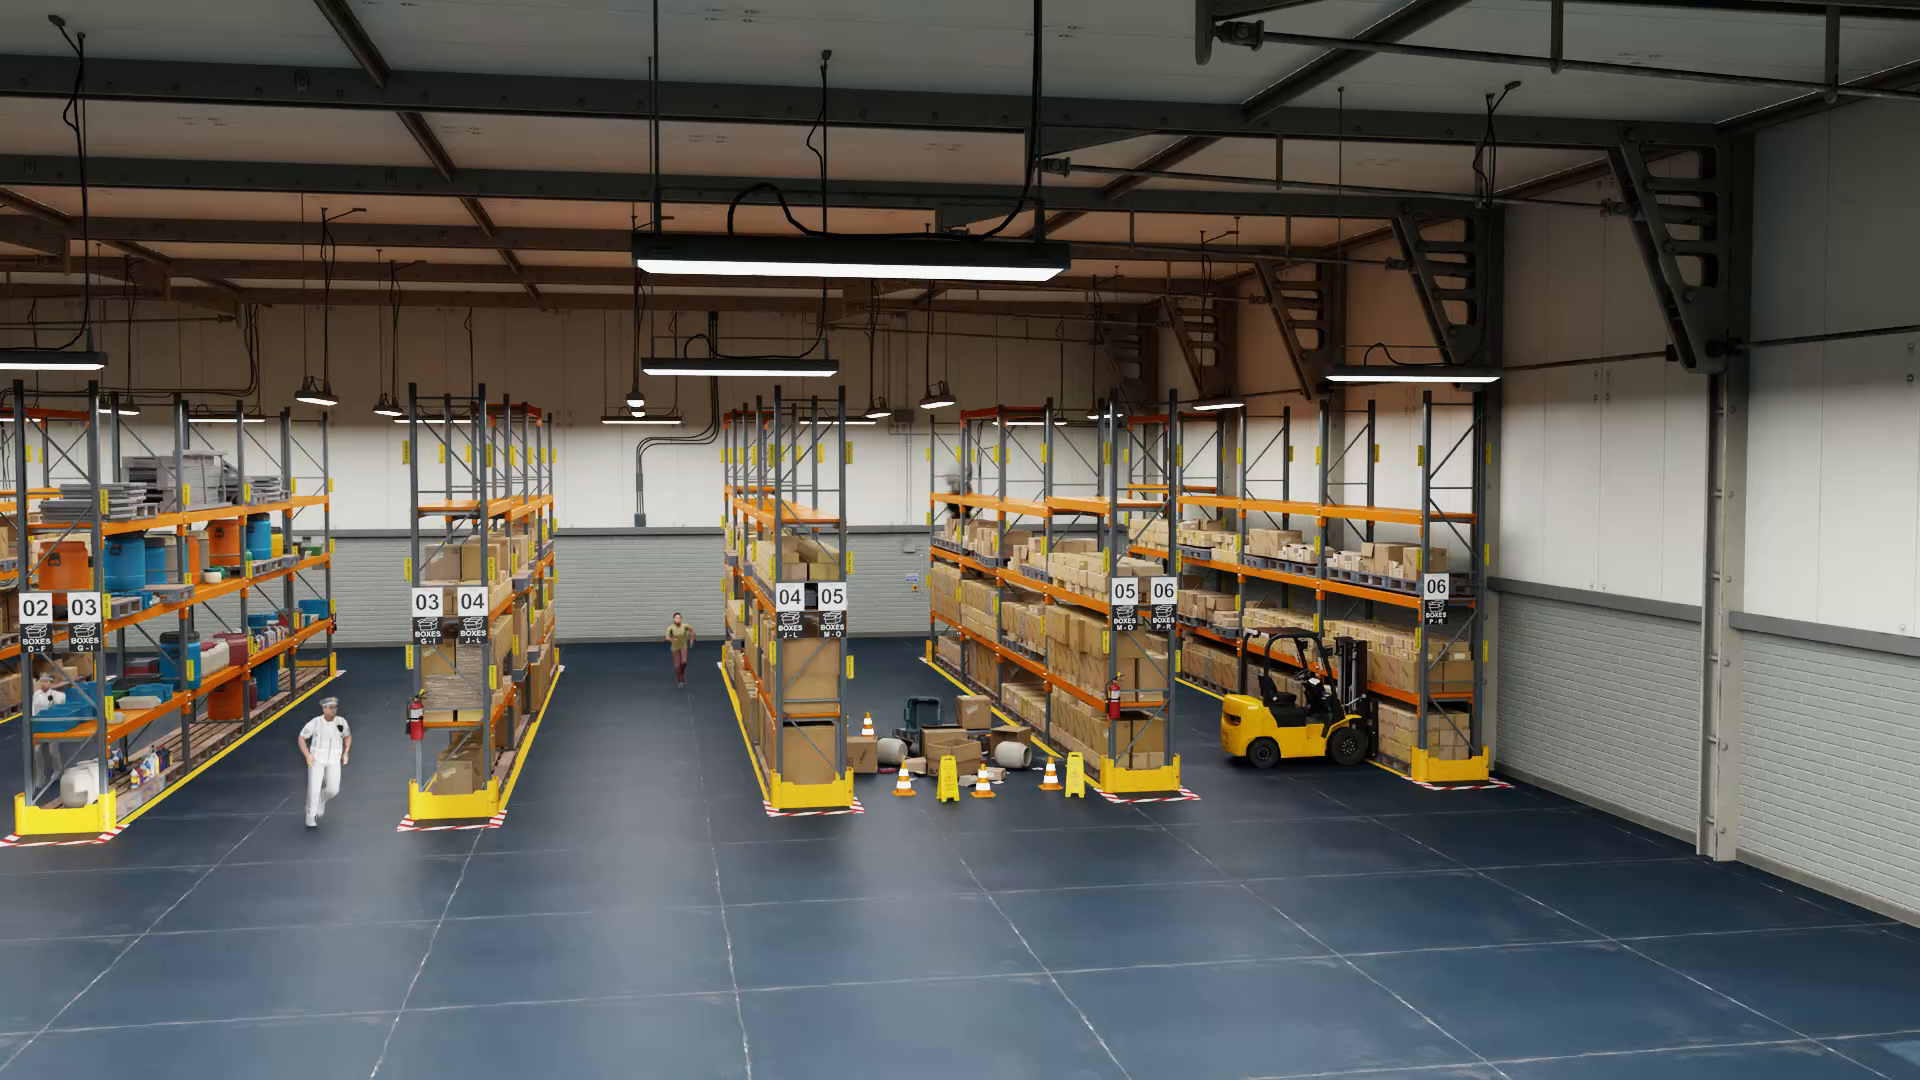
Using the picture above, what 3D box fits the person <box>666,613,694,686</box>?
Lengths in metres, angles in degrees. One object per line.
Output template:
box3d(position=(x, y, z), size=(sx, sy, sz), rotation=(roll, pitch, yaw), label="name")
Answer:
box3d(position=(-6.028, 2.368, 35.820), size=(0.618, 1.618, 0.674), rotation=(-1, 3, -13), label="person")

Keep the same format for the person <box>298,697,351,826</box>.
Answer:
box3d(position=(-8.637, 3.009, 22.685), size=(0.714, 1.734, 0.518), rotation=(-2, 3, -33), label="person")

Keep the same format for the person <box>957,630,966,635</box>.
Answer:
box3d(position=(0.146, 2.100, 41.771), size=(0.620, 1.614, 0.656), rotation=(2, 4, 35), label="person")

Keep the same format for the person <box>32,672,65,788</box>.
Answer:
box3d(position=(-13.896, 2.880, 25.299), size=(0.595, 1.754, 0.702), rotation=(-1, 3, -11), label="person")
